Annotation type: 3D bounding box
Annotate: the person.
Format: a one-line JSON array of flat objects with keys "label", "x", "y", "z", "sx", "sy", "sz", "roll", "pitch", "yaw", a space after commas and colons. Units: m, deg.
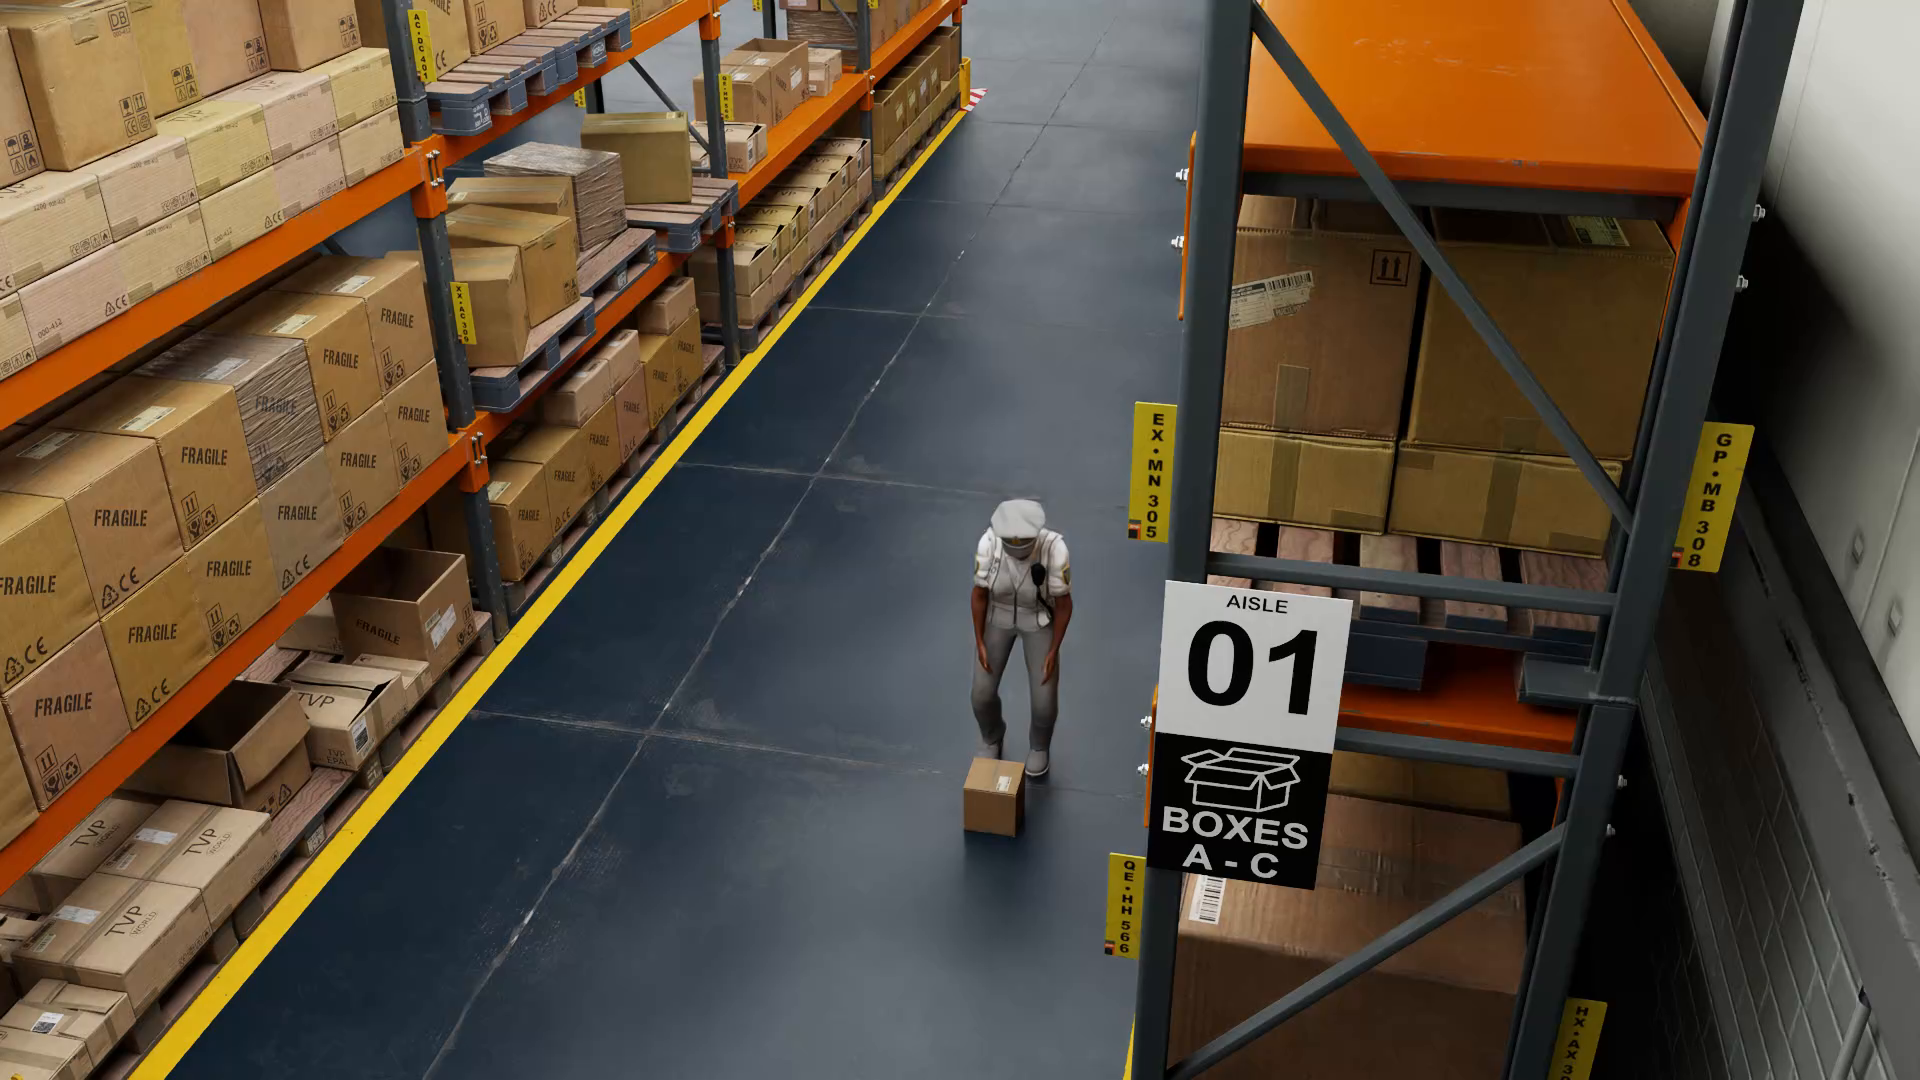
[{"label": "person", "x": 0.297, "y": 0.454, "z": 7.946, "sx": 0.484, "sy": 1.528, "sz": 0.585, "roll": 6, "pitch": 30, "yaw": 11}]
